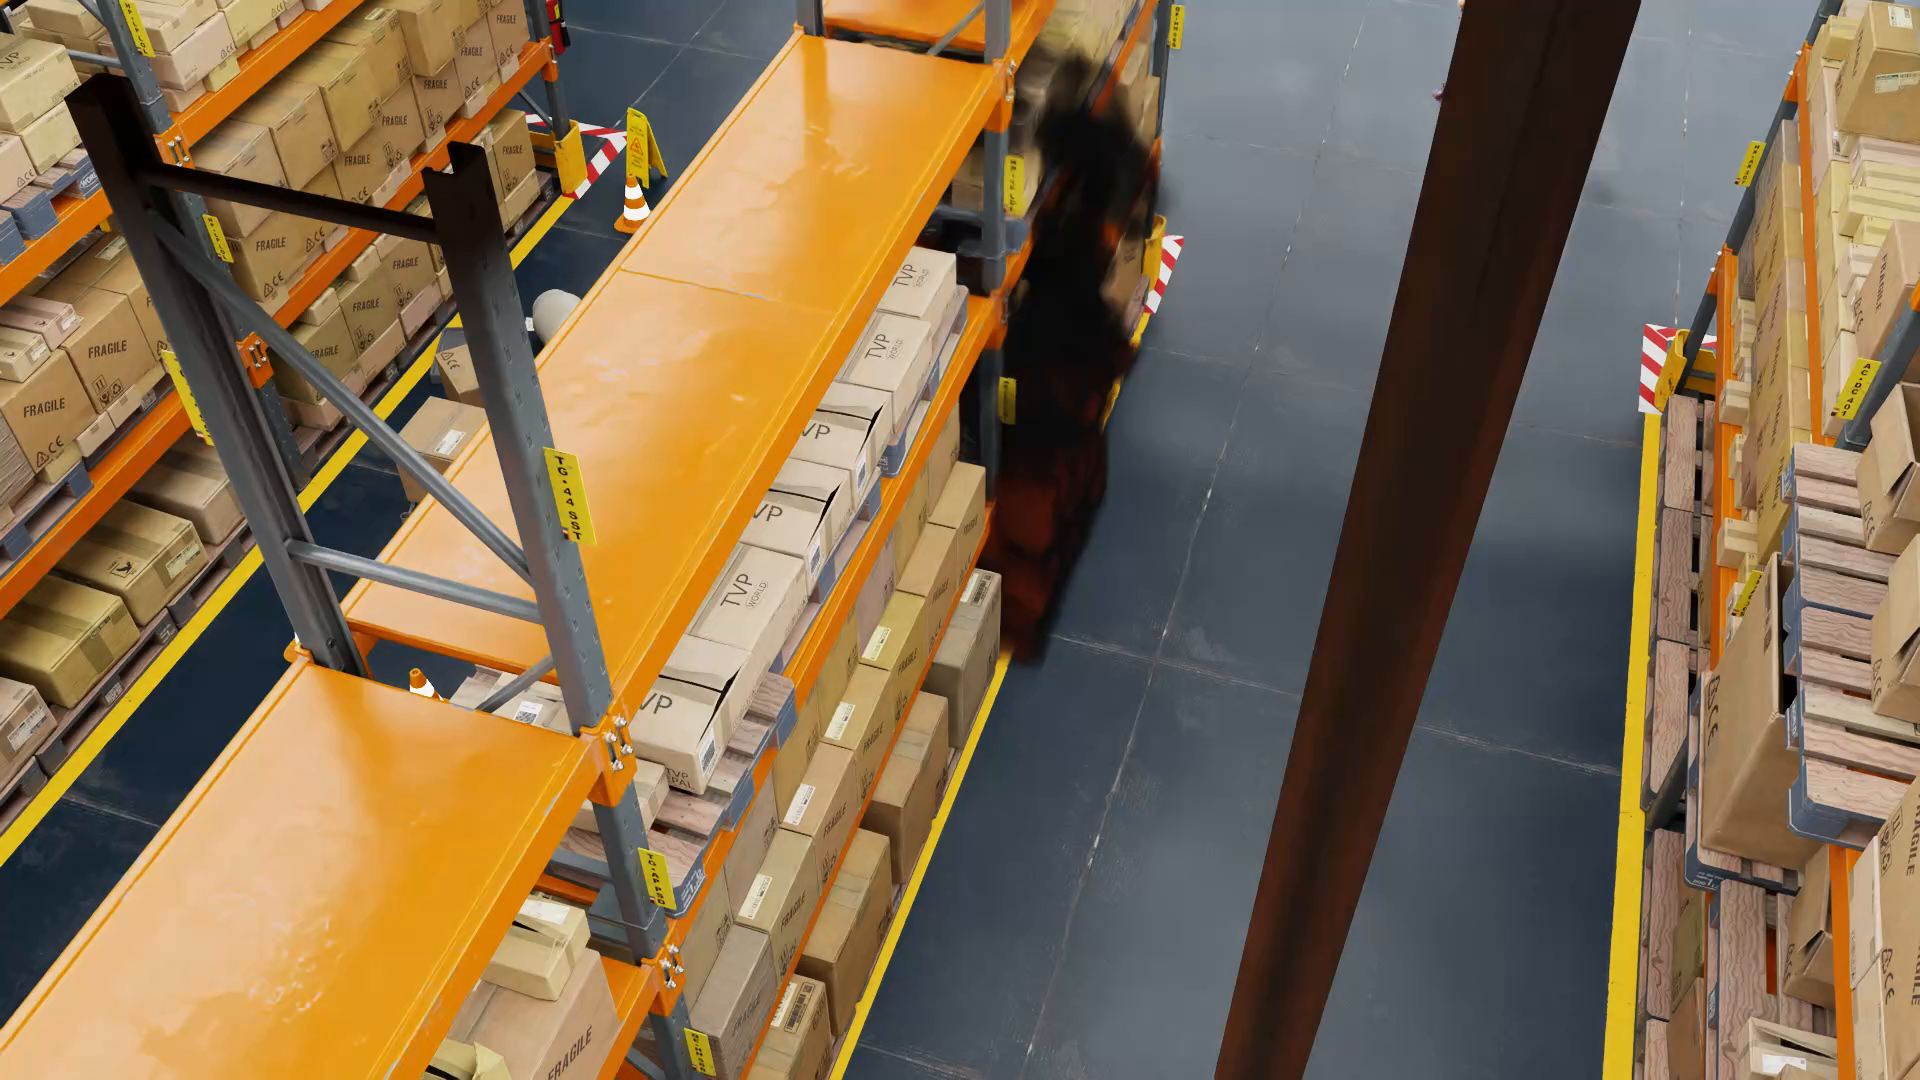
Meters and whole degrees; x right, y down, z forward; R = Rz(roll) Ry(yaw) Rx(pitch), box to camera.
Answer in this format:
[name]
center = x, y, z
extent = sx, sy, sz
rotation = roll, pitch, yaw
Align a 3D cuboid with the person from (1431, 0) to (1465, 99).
[person]
center = 4.462, -4.347, 14.240
extent = 0.588, 1.679, 0.869
rotation = -24, 50, -22
